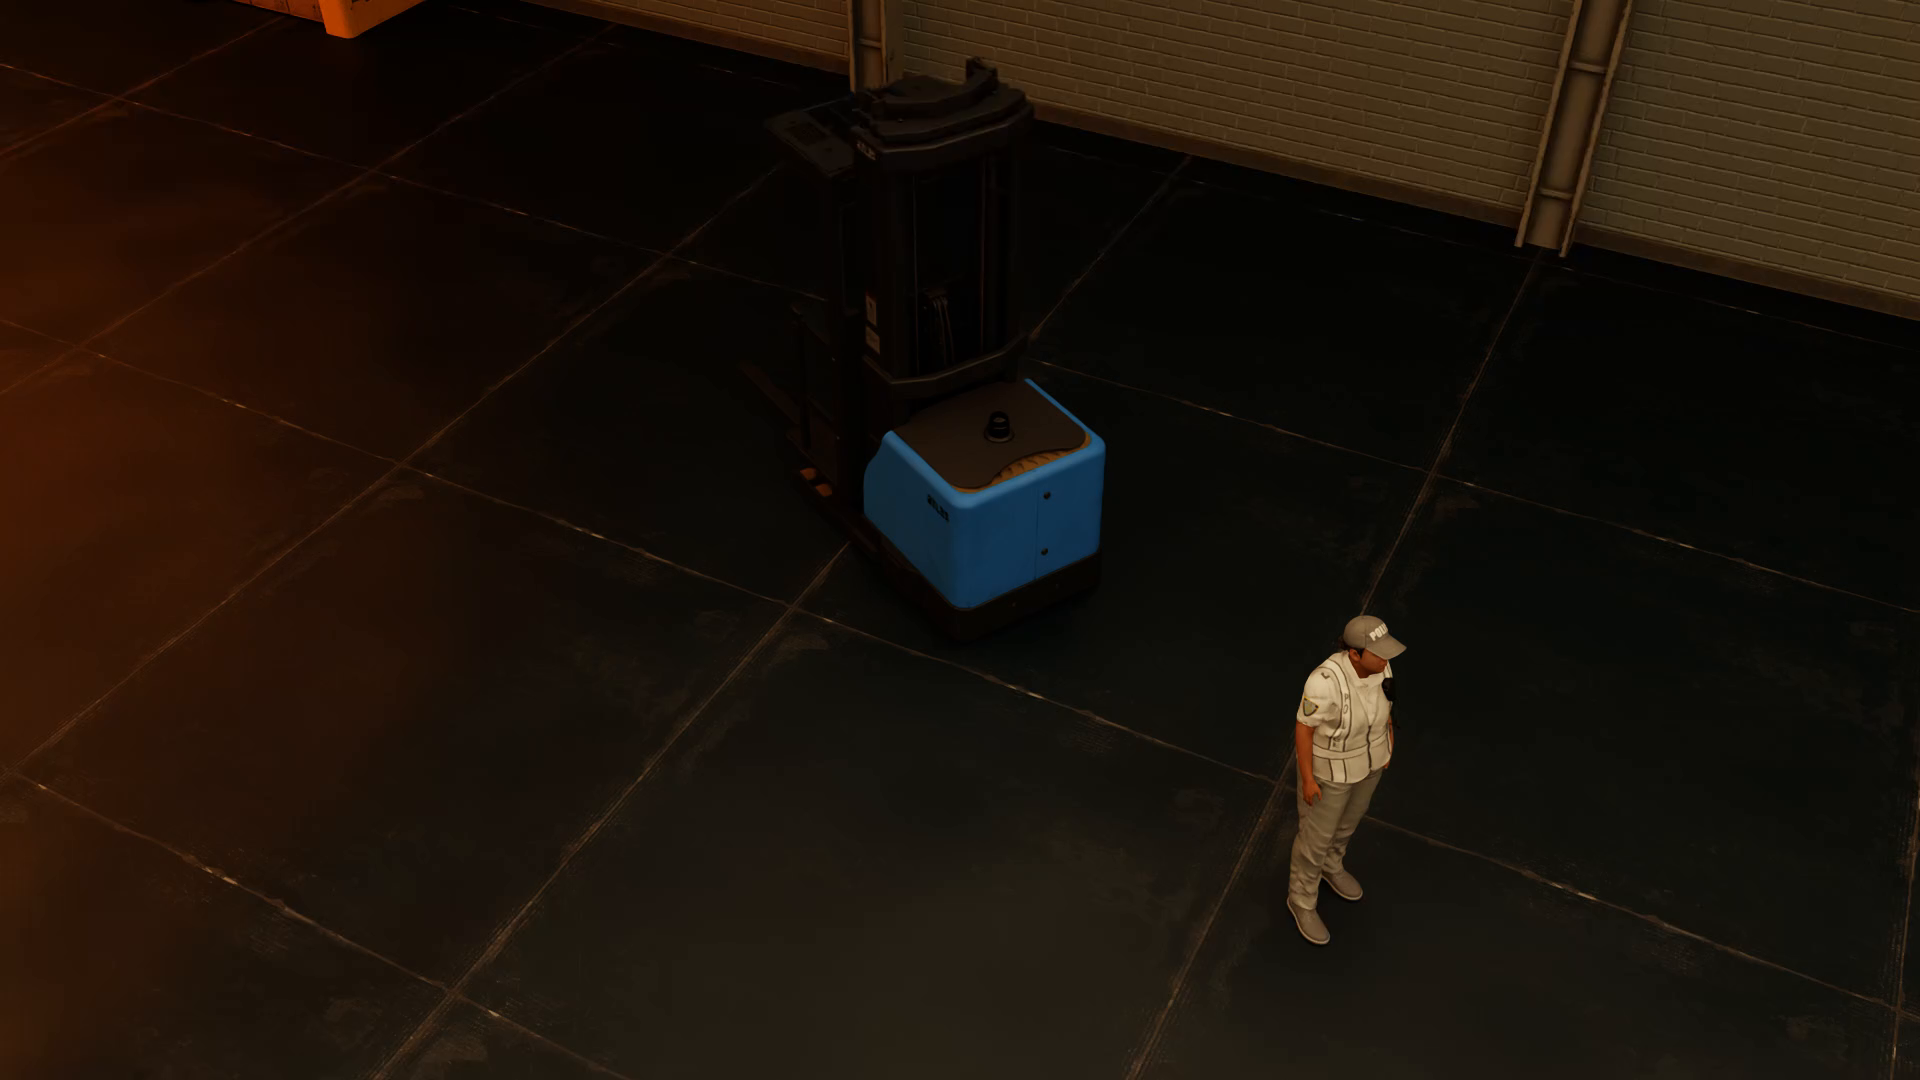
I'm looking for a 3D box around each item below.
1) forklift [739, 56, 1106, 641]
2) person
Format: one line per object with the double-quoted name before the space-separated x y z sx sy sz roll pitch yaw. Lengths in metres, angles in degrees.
"forklift" -0.400 -1.463 9.724 1.130 2.935 3.031 -23 45 -25
"person" 1.806 1.074 7.682 0.598 1.670 0.529 -23 45 -25
